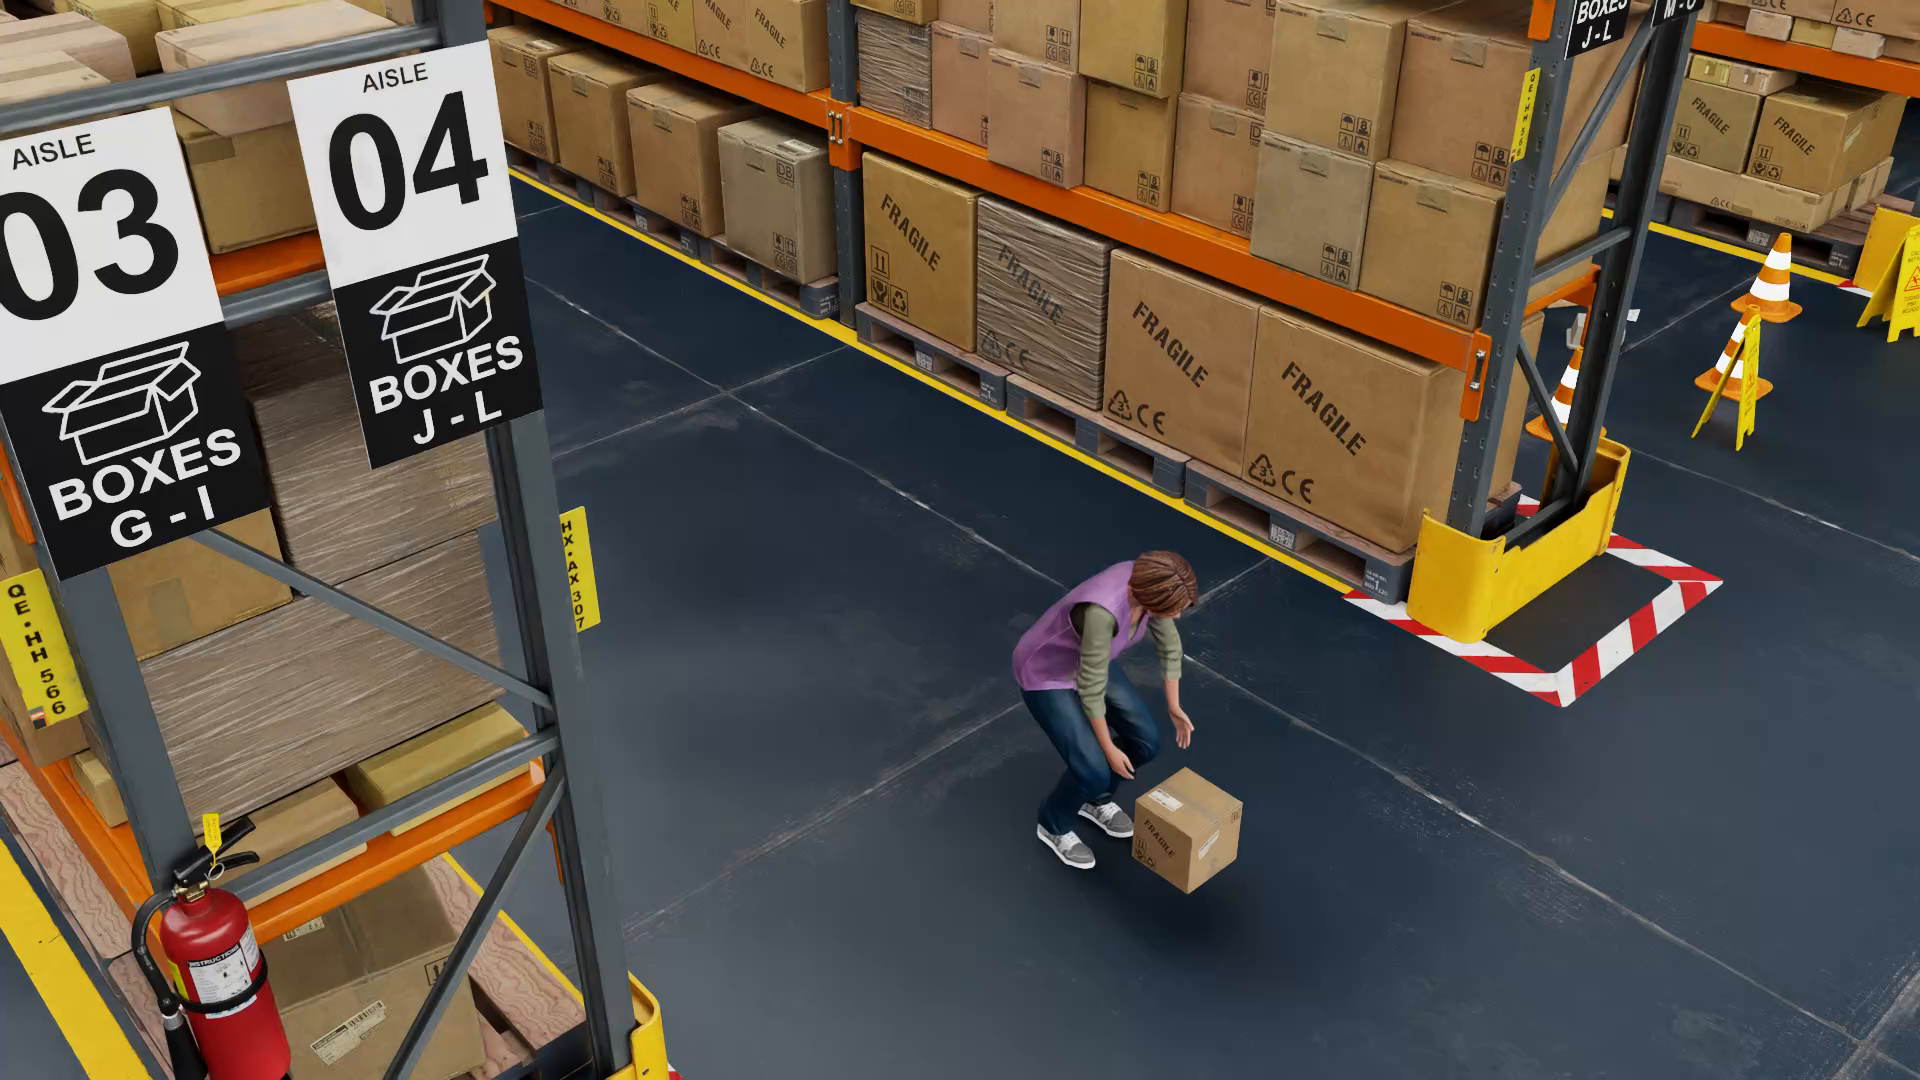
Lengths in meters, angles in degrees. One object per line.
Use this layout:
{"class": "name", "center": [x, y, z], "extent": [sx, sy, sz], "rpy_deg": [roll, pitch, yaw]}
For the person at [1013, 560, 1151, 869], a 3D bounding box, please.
{"class": "person", "center": [0.416, 0.540, 5.696], "extent": [0.379, 1.170, 0.479], "rpy_deg": [-26, 41, -35]}
